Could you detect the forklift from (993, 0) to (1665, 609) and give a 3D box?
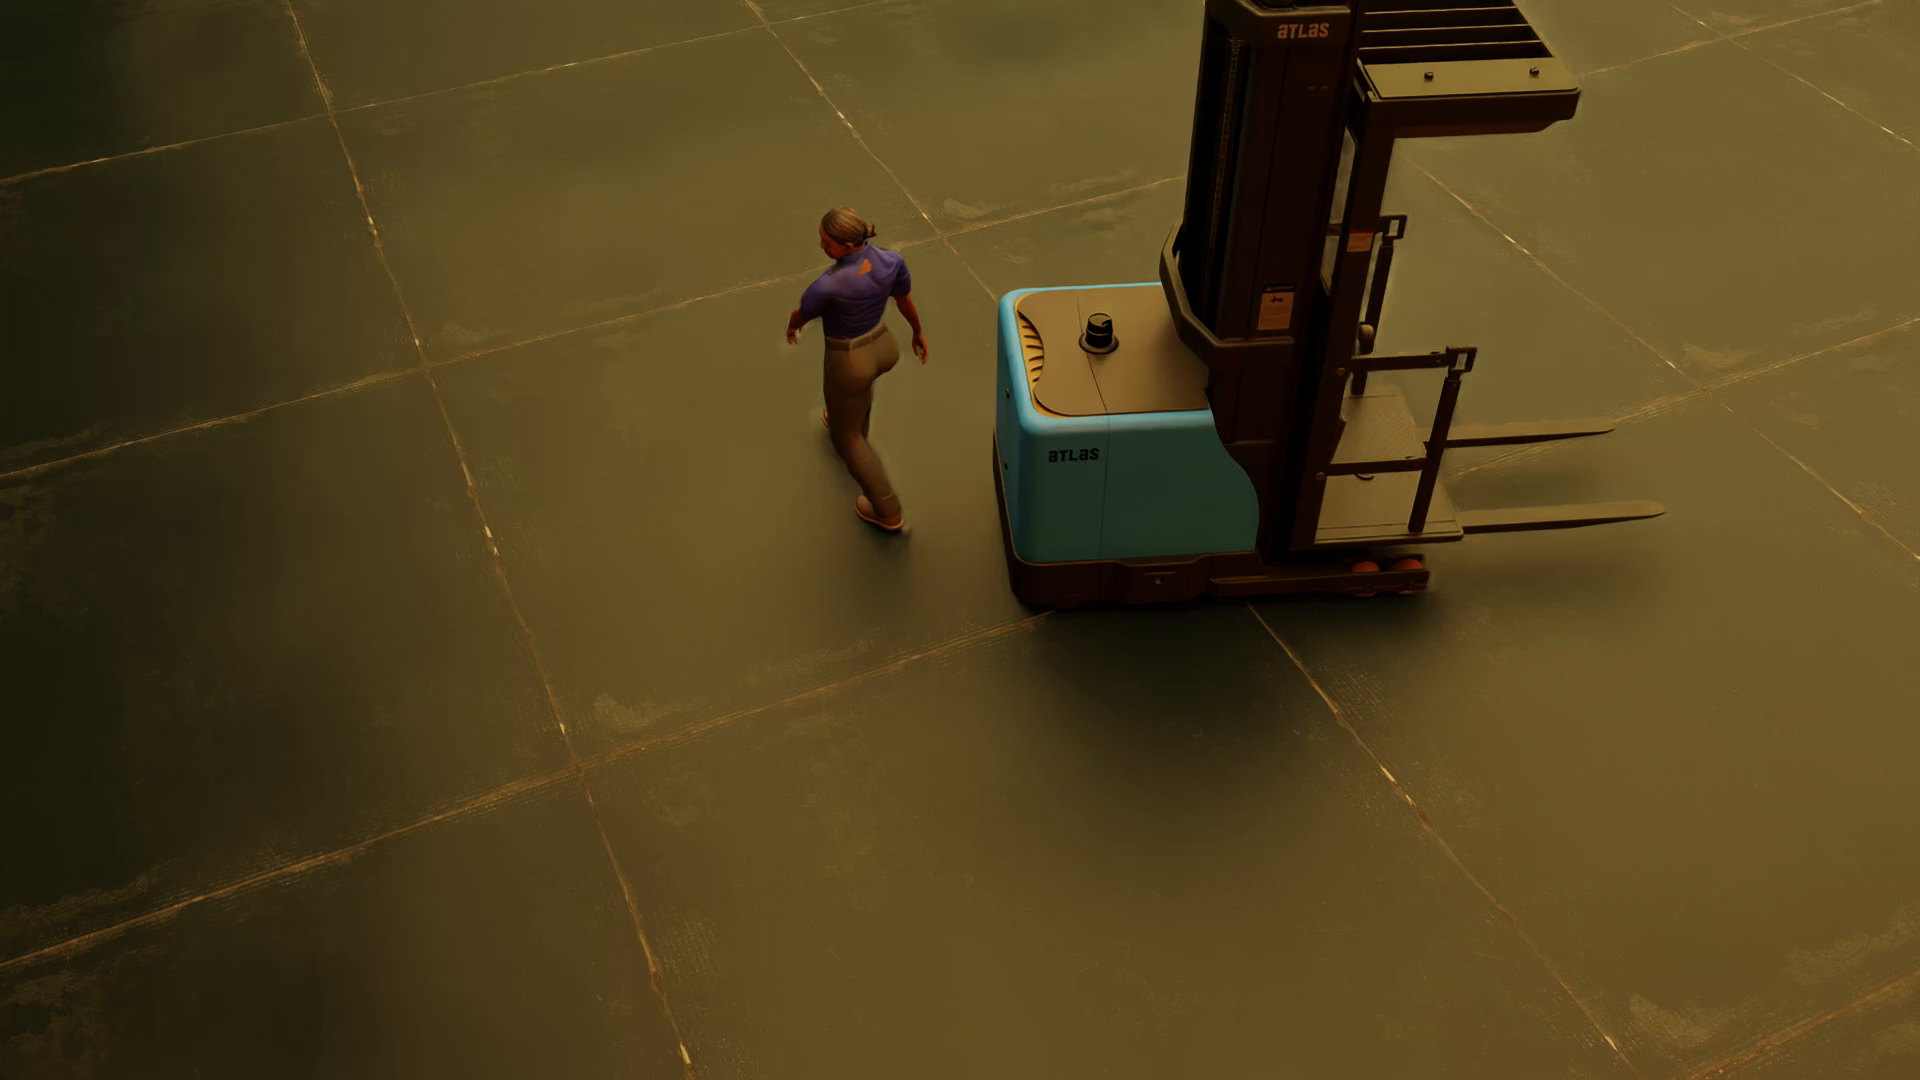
[{"bbox_3d":[1.705,-1.172,6.936,3.031,2.935,1.130,-3,43,-4],"label":"forklift"}]

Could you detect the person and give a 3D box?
[{"bbox_3d":[-0.465,-0.894,7.633,0.839,1.588,0.597,32,52,30],"label":"person"}]
